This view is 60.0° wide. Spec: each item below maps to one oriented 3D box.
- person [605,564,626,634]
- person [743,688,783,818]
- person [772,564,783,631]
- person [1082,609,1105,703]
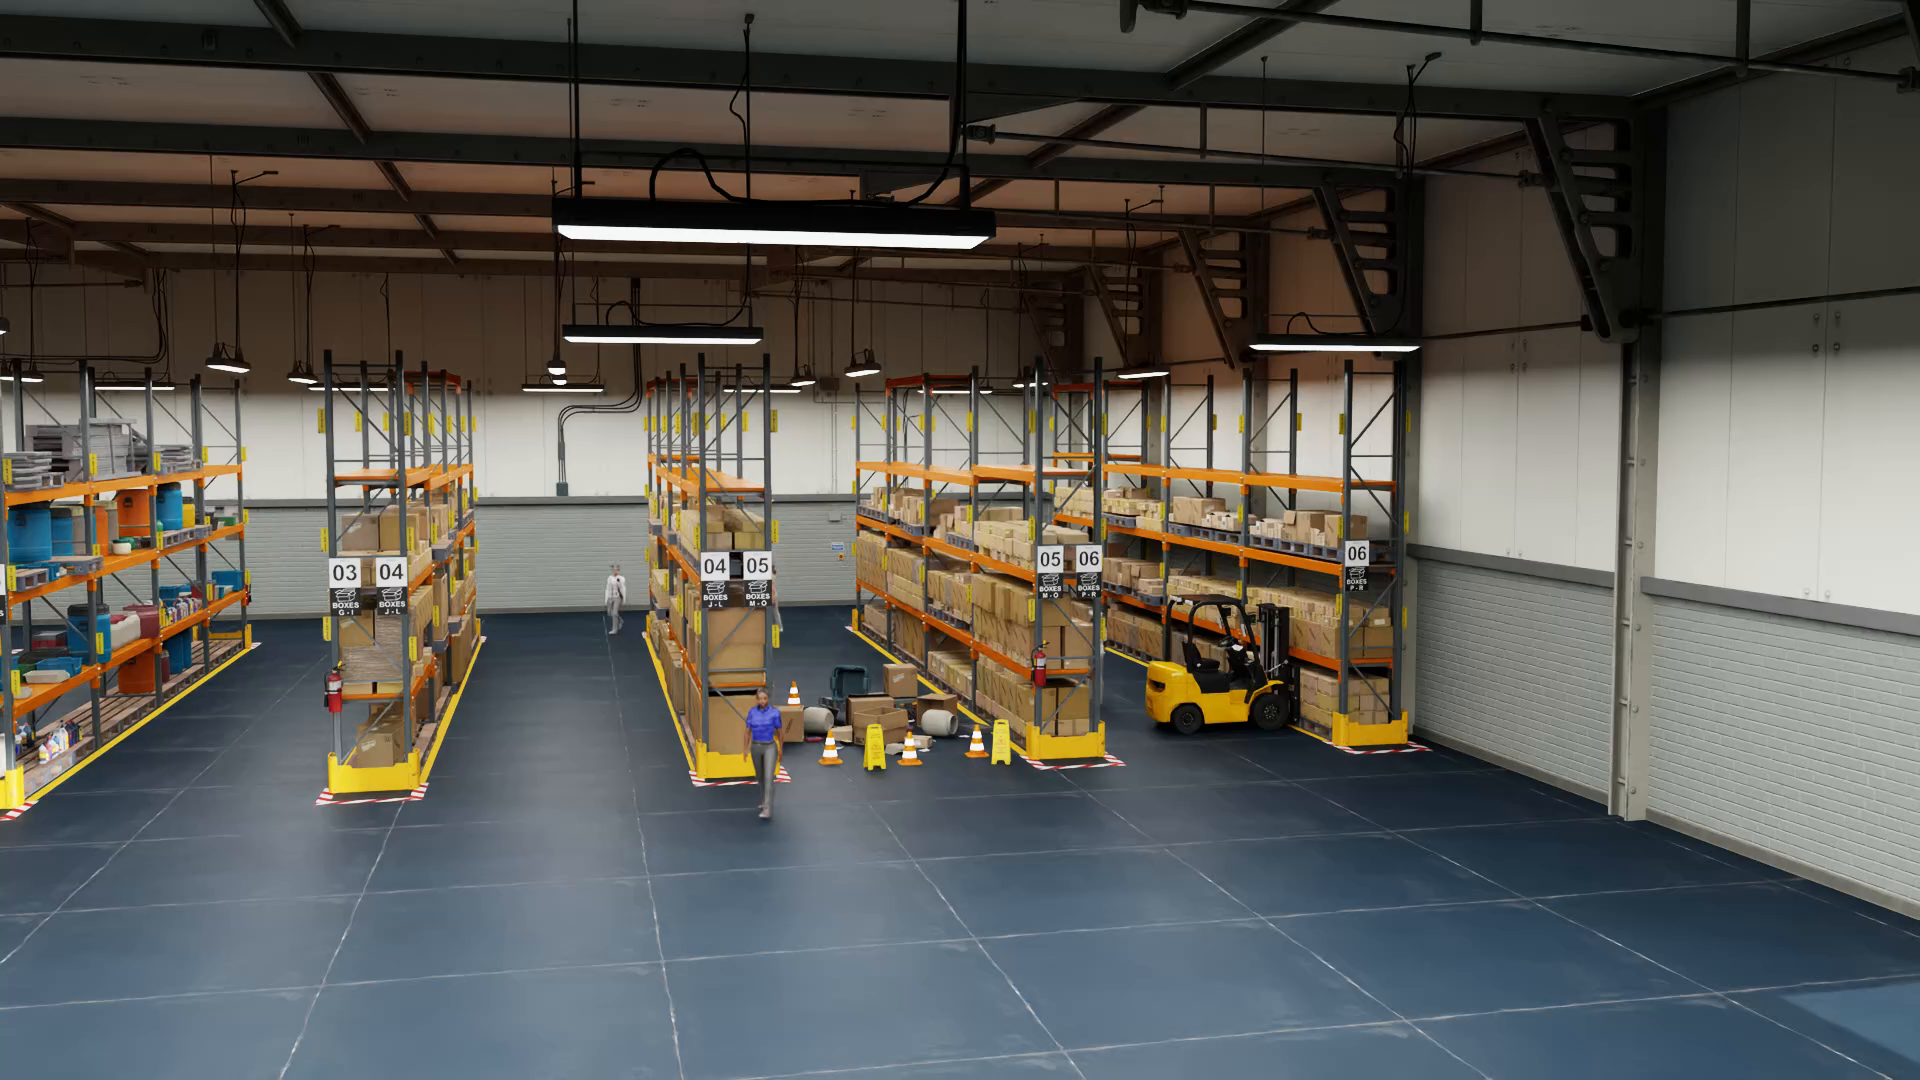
[{"bbox_3d":[-8.190,1.396,39.641,0.462,1.651,0.689,2,4,26],"label":"person"},{"bbox_3d":[-2.531,2.700,21.331,0.465,1.621,0.923,1,4,15],"label":"person"},{"bbox_3d":[-4.560,1.403,39.940,0.621,1.694,0.485,0,4,2],"label":"person"},{"bbox_3d":[2.418,2.117,29.802,0.461,1.741,0.595,-1,4,-17],"label":"person"}]
